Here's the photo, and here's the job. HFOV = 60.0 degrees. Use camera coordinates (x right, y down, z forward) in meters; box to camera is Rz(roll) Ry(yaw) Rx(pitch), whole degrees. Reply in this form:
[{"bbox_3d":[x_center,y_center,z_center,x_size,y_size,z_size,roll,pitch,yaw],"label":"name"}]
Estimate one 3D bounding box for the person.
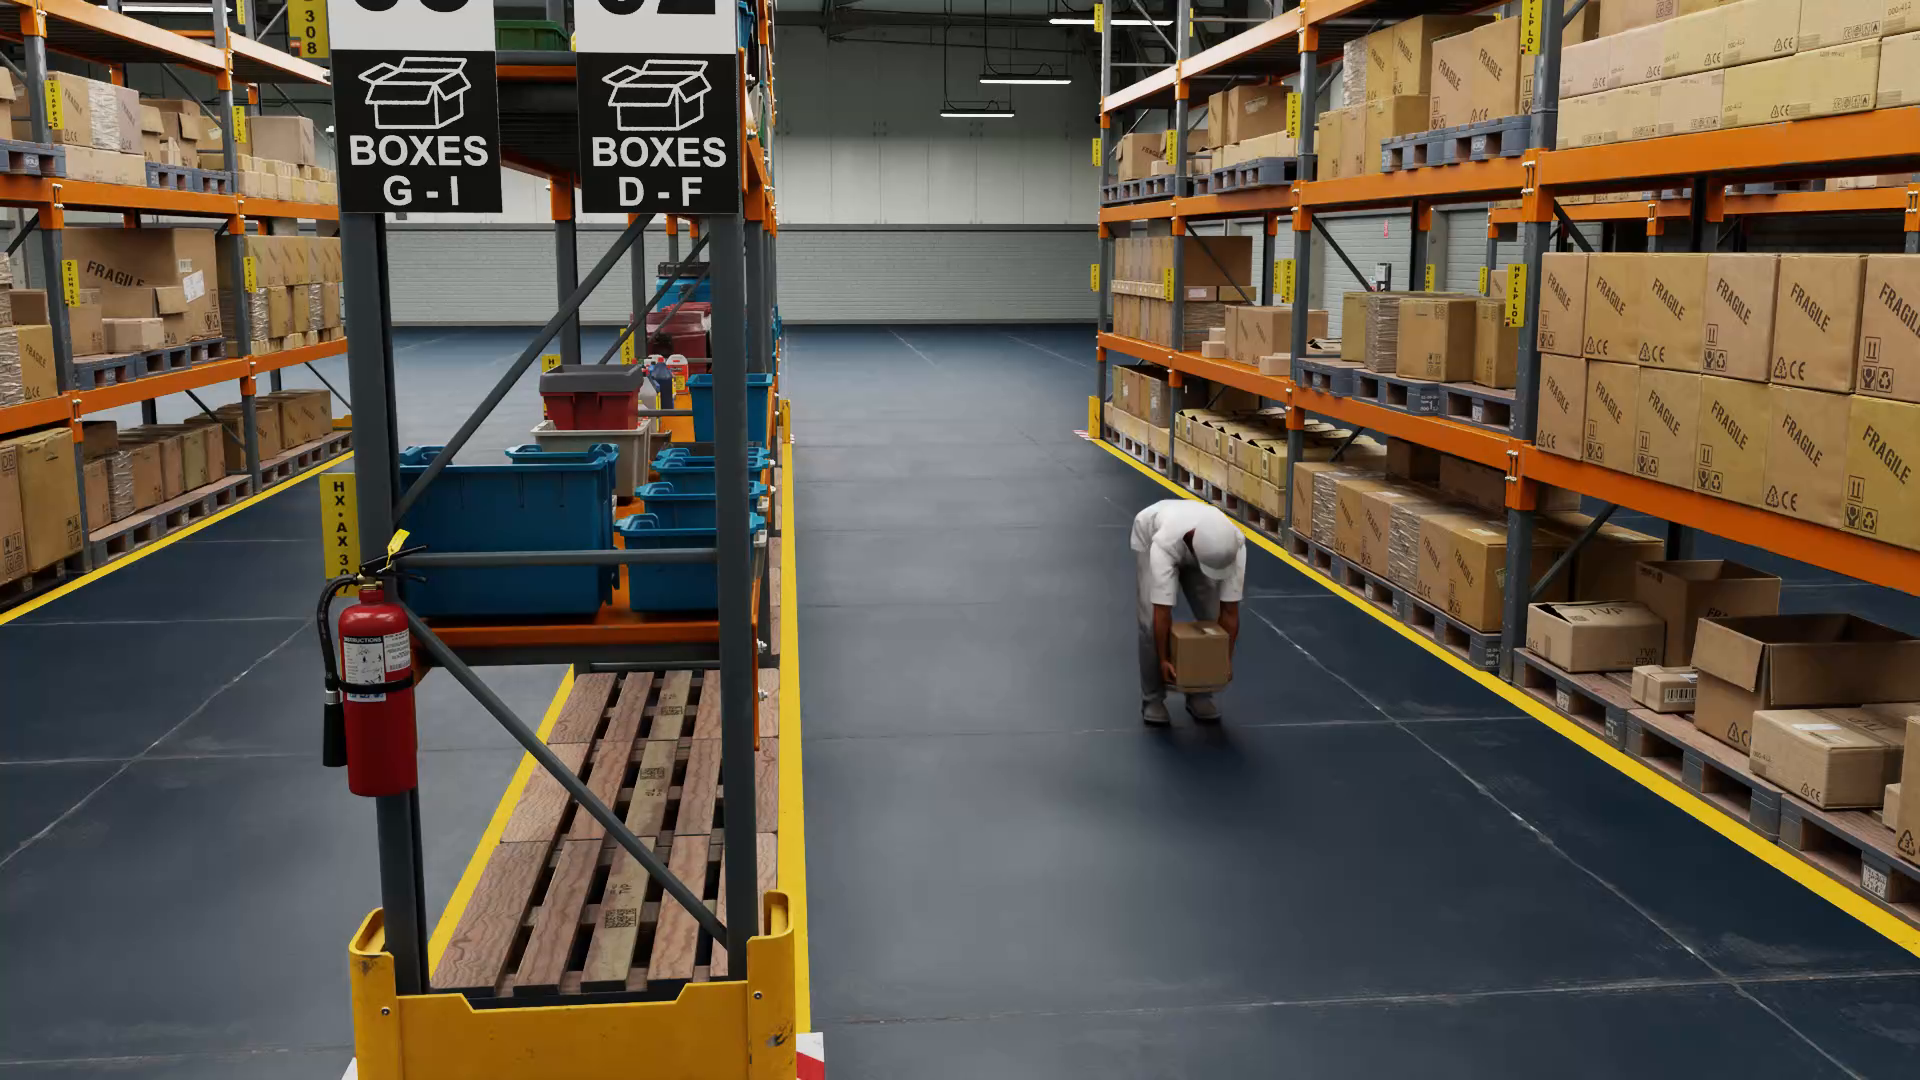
[{"bbox_3d":[1.128,0.370,8.086,0.476,1.118,0.979,-1,10,-8],"label":"person"}]
